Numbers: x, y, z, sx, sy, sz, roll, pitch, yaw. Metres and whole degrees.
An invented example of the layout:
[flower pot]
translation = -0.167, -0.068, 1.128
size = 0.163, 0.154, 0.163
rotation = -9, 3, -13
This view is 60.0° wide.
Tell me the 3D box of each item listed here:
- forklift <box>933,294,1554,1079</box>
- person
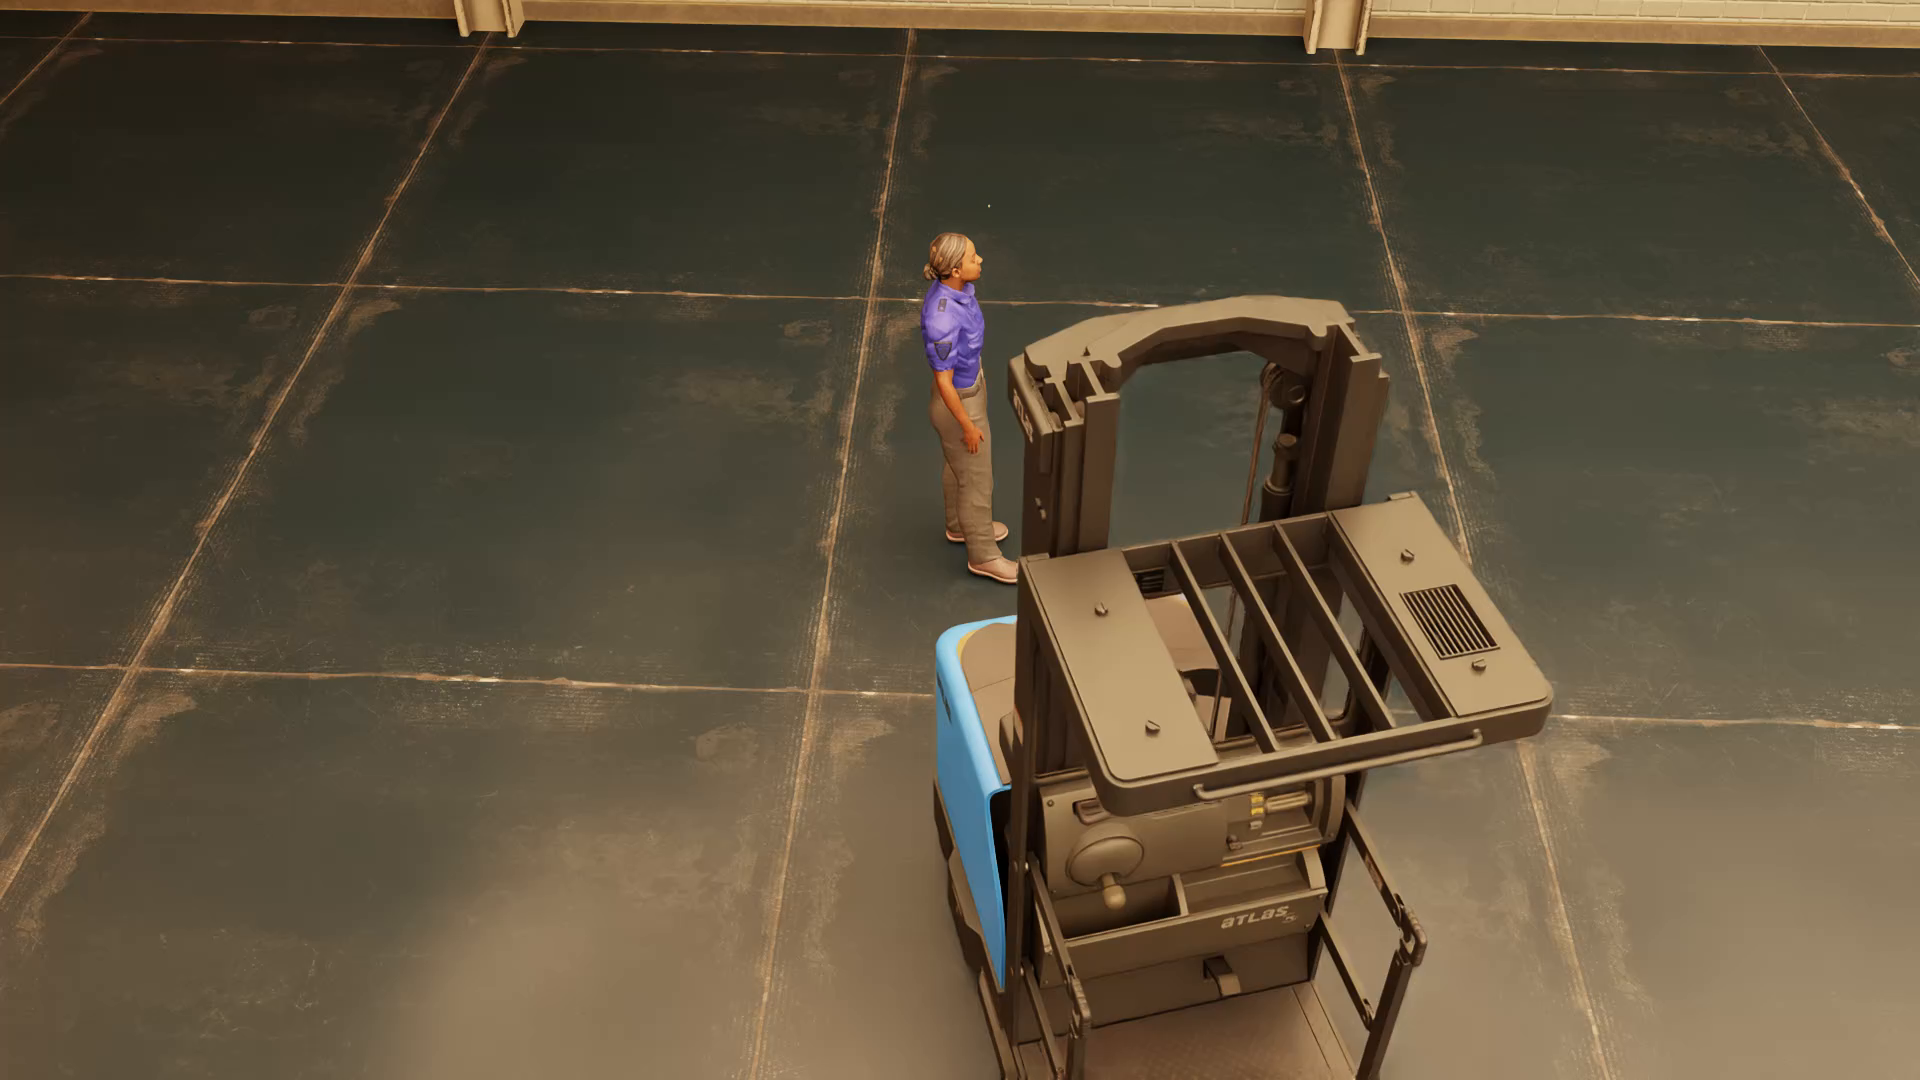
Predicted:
[forklift]
translation = 0.746, 0.914, 4.741
size = 1.130, 2.935, 3.031
rotation = -9, 43, -10
[person]
translation = 0.087, -0.601, 7.335
size = 0.503, 1.656, 0.569
rotation = 2, 42, 2
